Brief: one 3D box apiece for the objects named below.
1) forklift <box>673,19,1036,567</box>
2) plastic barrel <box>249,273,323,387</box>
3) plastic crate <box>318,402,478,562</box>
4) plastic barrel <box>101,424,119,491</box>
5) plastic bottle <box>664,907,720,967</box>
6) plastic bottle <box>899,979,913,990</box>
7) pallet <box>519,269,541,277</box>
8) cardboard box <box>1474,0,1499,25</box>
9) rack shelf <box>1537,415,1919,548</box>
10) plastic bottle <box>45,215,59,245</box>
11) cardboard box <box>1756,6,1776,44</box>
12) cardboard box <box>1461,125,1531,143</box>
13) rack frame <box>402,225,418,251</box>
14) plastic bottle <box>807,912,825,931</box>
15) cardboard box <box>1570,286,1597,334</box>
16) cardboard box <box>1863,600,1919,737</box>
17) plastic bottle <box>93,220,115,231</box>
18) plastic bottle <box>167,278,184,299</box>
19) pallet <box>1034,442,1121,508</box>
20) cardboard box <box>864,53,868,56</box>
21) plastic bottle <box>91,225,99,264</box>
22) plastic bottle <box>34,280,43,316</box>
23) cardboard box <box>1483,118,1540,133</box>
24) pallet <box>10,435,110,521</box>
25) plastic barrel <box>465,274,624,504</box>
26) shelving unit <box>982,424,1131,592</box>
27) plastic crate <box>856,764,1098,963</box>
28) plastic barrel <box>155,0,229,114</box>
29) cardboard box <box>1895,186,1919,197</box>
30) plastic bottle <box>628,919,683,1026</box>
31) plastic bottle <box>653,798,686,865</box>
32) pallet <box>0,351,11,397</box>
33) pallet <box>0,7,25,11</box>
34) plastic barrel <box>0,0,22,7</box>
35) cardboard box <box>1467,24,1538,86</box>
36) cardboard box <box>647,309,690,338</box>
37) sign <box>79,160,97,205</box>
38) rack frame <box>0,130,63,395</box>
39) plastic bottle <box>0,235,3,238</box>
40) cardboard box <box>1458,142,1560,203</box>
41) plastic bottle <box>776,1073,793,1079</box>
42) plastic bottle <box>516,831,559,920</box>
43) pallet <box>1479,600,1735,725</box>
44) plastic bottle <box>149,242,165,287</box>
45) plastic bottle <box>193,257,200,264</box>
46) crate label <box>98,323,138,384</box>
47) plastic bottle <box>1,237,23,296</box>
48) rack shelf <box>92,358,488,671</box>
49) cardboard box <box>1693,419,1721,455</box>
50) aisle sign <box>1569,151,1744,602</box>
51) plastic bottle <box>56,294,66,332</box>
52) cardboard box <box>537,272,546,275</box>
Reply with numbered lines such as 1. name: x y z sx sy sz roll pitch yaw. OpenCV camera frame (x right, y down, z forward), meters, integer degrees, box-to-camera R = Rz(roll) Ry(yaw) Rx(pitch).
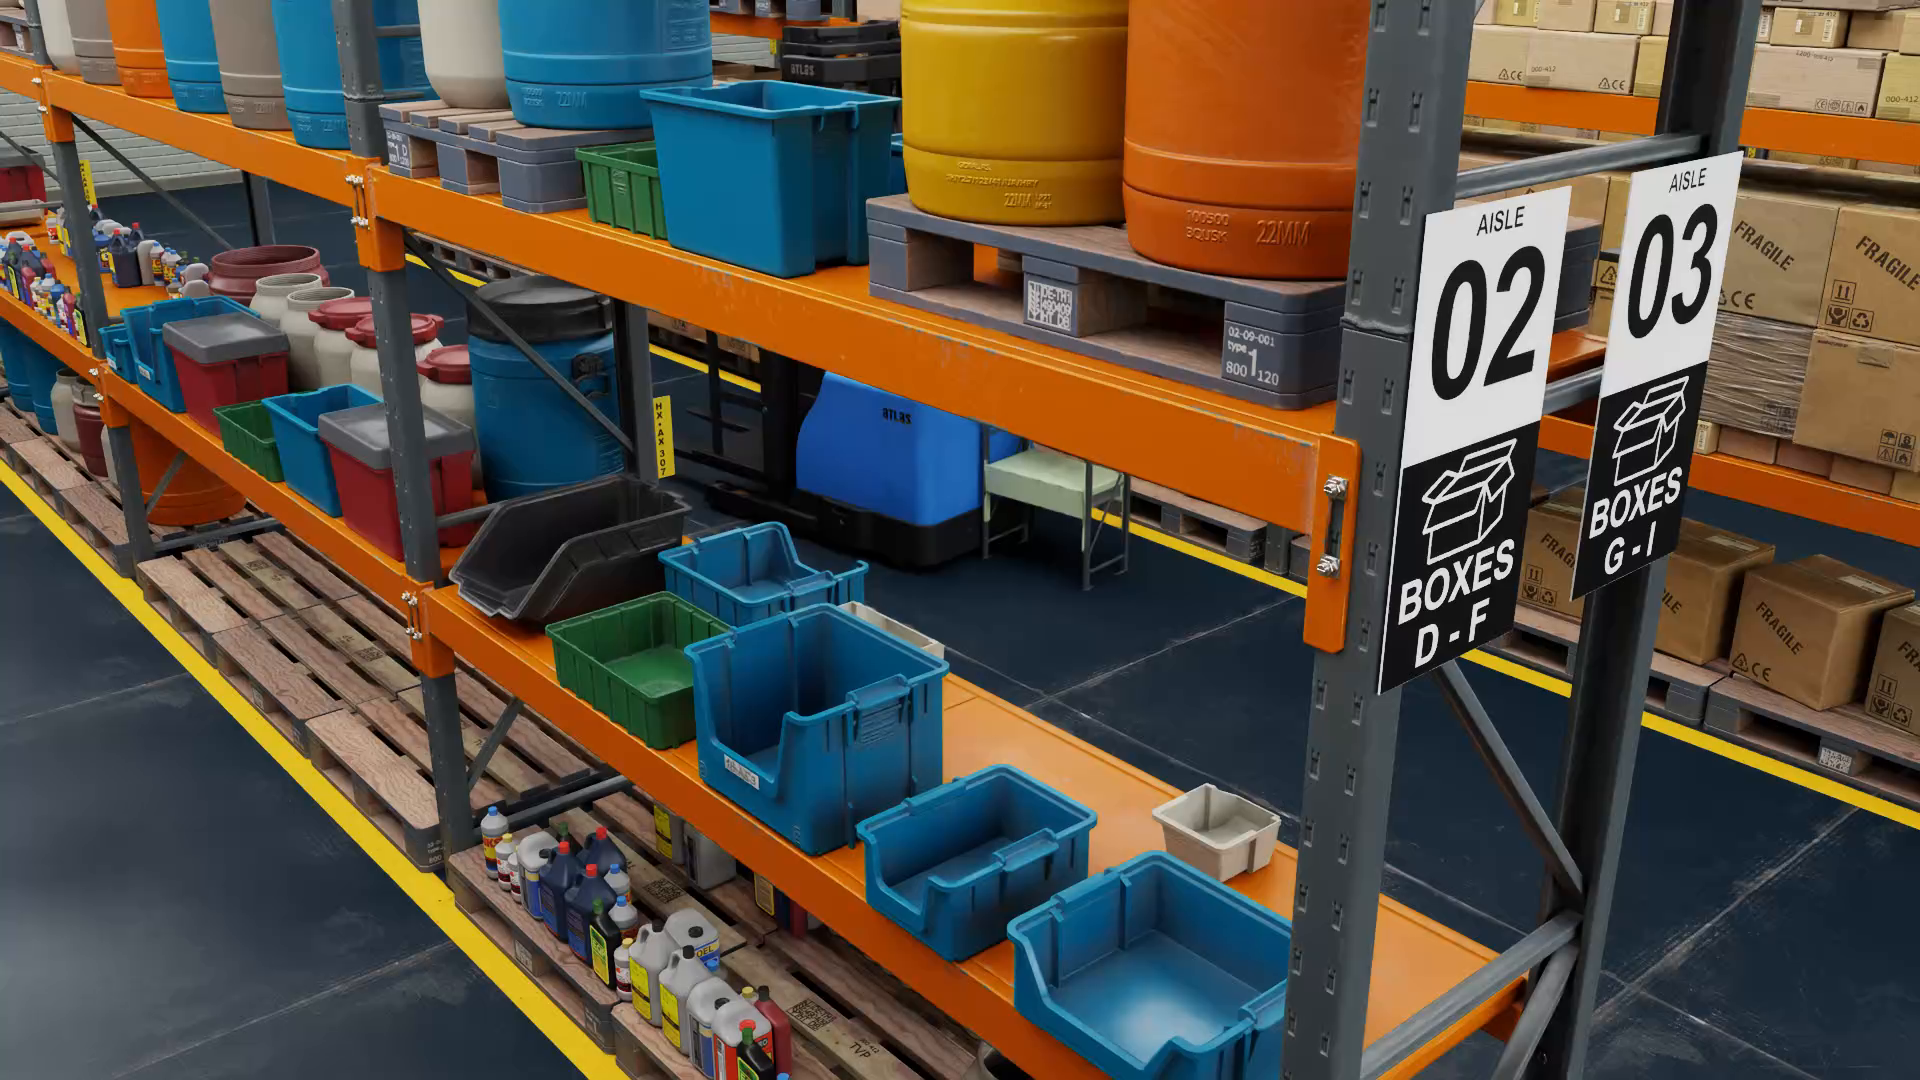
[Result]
1. forklift: -0.983 -1.642 10.157 3.031 2.935 1.130 18 27 38
2. plastic barrel: -3.373 -1.068 8.444 0.421 0.512 0.421 0 21 0
3. plastic crate: -2.143 -0.235 6.383 0.402 0.464 0.583 -17 27 -37
4. plastic barrel: -4.974 -0.552 10.117 0.421 0.512 0.421 0 21 0
5. plastic bottle: -0.886 1.368 5.509 0.152 0.276 0.135 -17 27 -37
6. plastic bottle: -0.155 1.357 5.545 0.097 0.271 0.097 0 21 0
7. pallet: -3.502 -2.464 15.985 1.003 0.211 1.213 -17 27 -37
8. cardboard box: 2.523 -2.535 7.889 0.380 0.149 0.250 -17 27 -37
9. rack shelf: 3.463 -0.436 7.970 1.077 0.370 4.000 -17 27 -37
10. plastic bottle: -6.397 -2.195 11.748 0.097 0.201 0.097 0 21 0
11. cardboard box: 3.363 -2.181 6.985 0.380 0.149 0.250 -19 28 -40
12. cardboard box: 2.660 -1.915 8.844 0.500 0.500 0.500 -17 27 -37
13. rack frame: -5.676 -4.639 17.714 1.000 3.000 0.127 -17 27 -37
14. plastic bottle: -0.517 1.217 5.896 0.152 0.276 0.135 -17 27 -36
15. cardboard box: 3.107 -1.109 8.156 0.875 0.500 0.500 -17 27 -37
16. cardboard box: 4.373 0.574 7.258 0.500 0.500 0.500 -12 24 -28
17. plastic bottle: -5.747 -2.024 11.210 0.152 0.276 0.135 -17 27 -37
18. plastic bottle: -4.628 -1.446 9.836 0.097 0.201 0.097 0 21 0
19. pallet: 0.848 -0.577 11.167 1.003 0.211 1.213 -17 27 -37
20. cardboard box: -0.752 -5.367 19.029 0.500 0.500 0.500 -18 28 -39
21. plastic bottle: -5.742 -1.950 11.027 0.097 0.271 0.097 0 21 0
22. plastic bottle: -5.386 -1.428 9.790 0.097 0.201 0.097 0 21 0
23. cardboard box: 4.657 -3.545 13.414 0.700 0.500 0.500 -18 28 -38
24. pallet: -5.544 -0.496 10.960 1.003 0.211 1.213 -17 27 -37
25. plastic barrel: -1.618 -0.556 6.604 0.600 0.901 0.708 -17 27 -37
26. shelving unit: 0.544 -0.553 9.340 0.755 1.500 0.431 18 27 38
27. plastic crate: 0.043 0.782 4.077 0.499 0.251 0.408 -17 27 -37
28. plastic barrel: -2.945 -2.225 6.750 0.600 0.901 0.708 -17 27 -37
29. cardboard box: 4.295 -1.225 7.084 0.500 0.500 0.500 -17 27 -37
30. plastic bottle: -0.982 1.376 5.387 0.144 0.351 0.185 -18 27 -38
31. plastic bottle: -1.065 1.028 6.275 0.144 0.351 0.185 -17 27 -37
32. pallet: -7.326 -1.250 12.886 1.003 0.211 1.213 -17 27 -37
33. pallet: -5.489 -3.157 10.078 1.003 0.211 1.213 -17 27 -37
34. plastic barrel: -5.477 -3.359 9.571 0.433 0.535 0.433 0 21 0
35. cardboard box: 2.606 -2.320 7.887 0.500 0.250 0.500 -18 28 -38
36. cardboard box: -2.048 -2.321 14.134 1.225 0.875 0.875 -19 28 -39
37. sign: -6.399 -2.614 12.165 0.100 0.325 0.005 -17 27 -37
38. rack frame: -6.817 -2.354 11.882 1.000 3.000 0.127 -17 27 -37
39. plastic bottle: -6.482 -1.977 11.191 0.097 0.201 0.097 0 21 0
40. cardboard box: 2.586 -1.651 8.171 0.500 0.500 0.500 -17 27 -37
41. plastic bottle: -0.515 1.656 4.877 0.097 0.201 0.097 0 21 0
42. plastic bottle: -1.487 1.194 5.953 0.152 0.276 0.135 -16 27 -36
43. pallet: 3.423 0.490 8.445 1.003 0.211 1.213 -17 27 -37
44. plastic bottle: -5.052 -1.744 10.499 0.097 0.271 0.097 0 21 0
45. plastic bottle: -4.598 -1.567 10.032 0.061 0.283 0.133 -17 27 -37
46. crate label: -4.215 -0.966 8.566 0.303 0.233 0.416 -17 27 -37
47. plastic bottle: -5.819 -1.694 10.264 0.144 0.351 0.185 -17 27 -37
48. rack shelf: -2.900 -0.362 7.781 1.077 0.370 4.000 -17 27 -37
49. cardboard box: 3.367 -0.520 7.544 0.380 0.149 0.250 -17 27 -37
50. aisle sign: 1.285 -0.299 3.071 0.394 0.787 0.004 -17 27 -37
51. plastic bottle: -5.069 -1.294 9.447 0.097 0.201 0.097 0 21 0
52. cardboard box: -3.435 -2.941 15.718 0.875 0.875 0.875 -17 27 -37
